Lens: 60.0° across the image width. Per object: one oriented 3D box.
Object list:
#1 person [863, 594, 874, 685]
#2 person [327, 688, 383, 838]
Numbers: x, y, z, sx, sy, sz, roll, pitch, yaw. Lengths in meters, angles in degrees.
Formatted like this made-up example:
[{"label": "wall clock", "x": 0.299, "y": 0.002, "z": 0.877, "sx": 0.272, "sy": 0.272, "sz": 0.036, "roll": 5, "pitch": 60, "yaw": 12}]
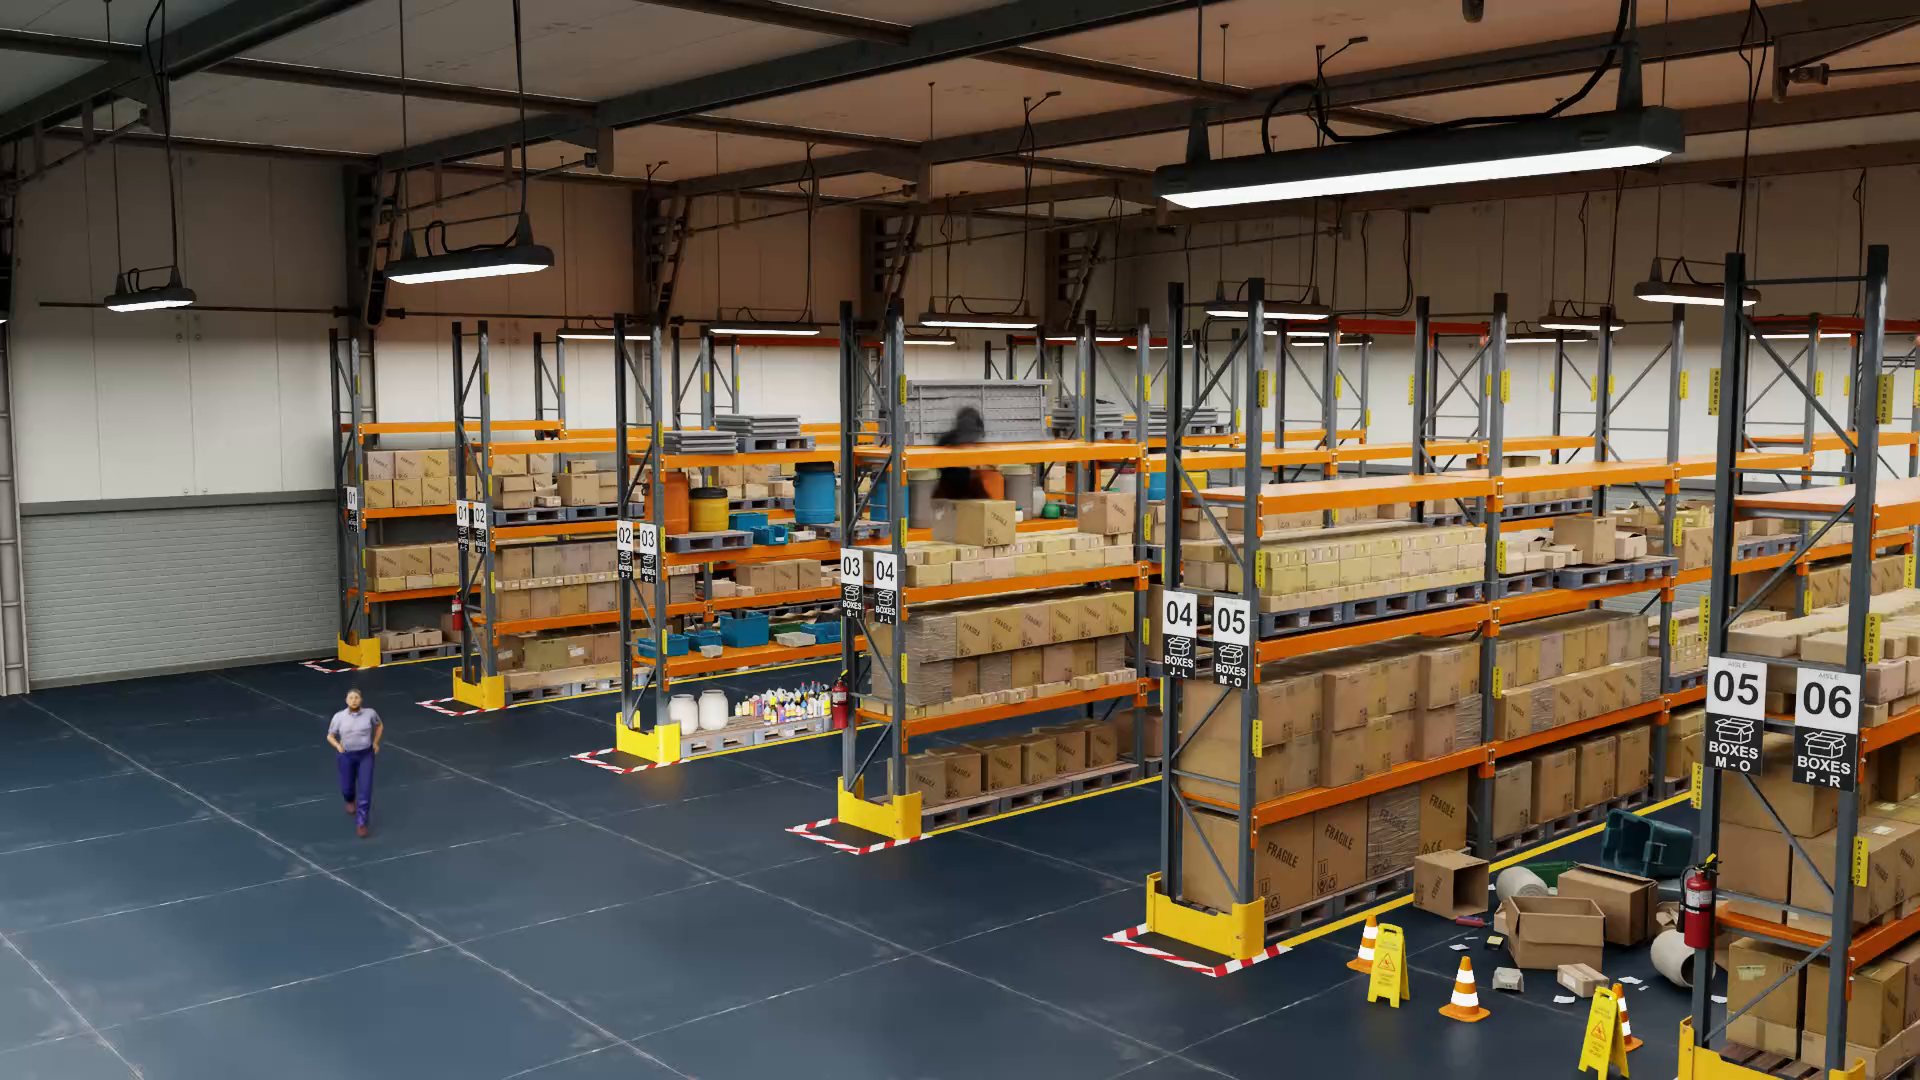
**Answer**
[{"label": "person", "x": -1.463, "y": 1.569, "z": 28.027, "sx": 0.544, "sy": 1.708, "sz": 0.691, "roll": 5, "pitch": 8, "yaw": 42}, {"label": "person", "x": -6.858, "y": 2.495, "z": 18.899, "sx": 0.607, "sy": 1.640, "sz": 0.849, "roll": -2, "pitch": 6, "yaw": -21}]
